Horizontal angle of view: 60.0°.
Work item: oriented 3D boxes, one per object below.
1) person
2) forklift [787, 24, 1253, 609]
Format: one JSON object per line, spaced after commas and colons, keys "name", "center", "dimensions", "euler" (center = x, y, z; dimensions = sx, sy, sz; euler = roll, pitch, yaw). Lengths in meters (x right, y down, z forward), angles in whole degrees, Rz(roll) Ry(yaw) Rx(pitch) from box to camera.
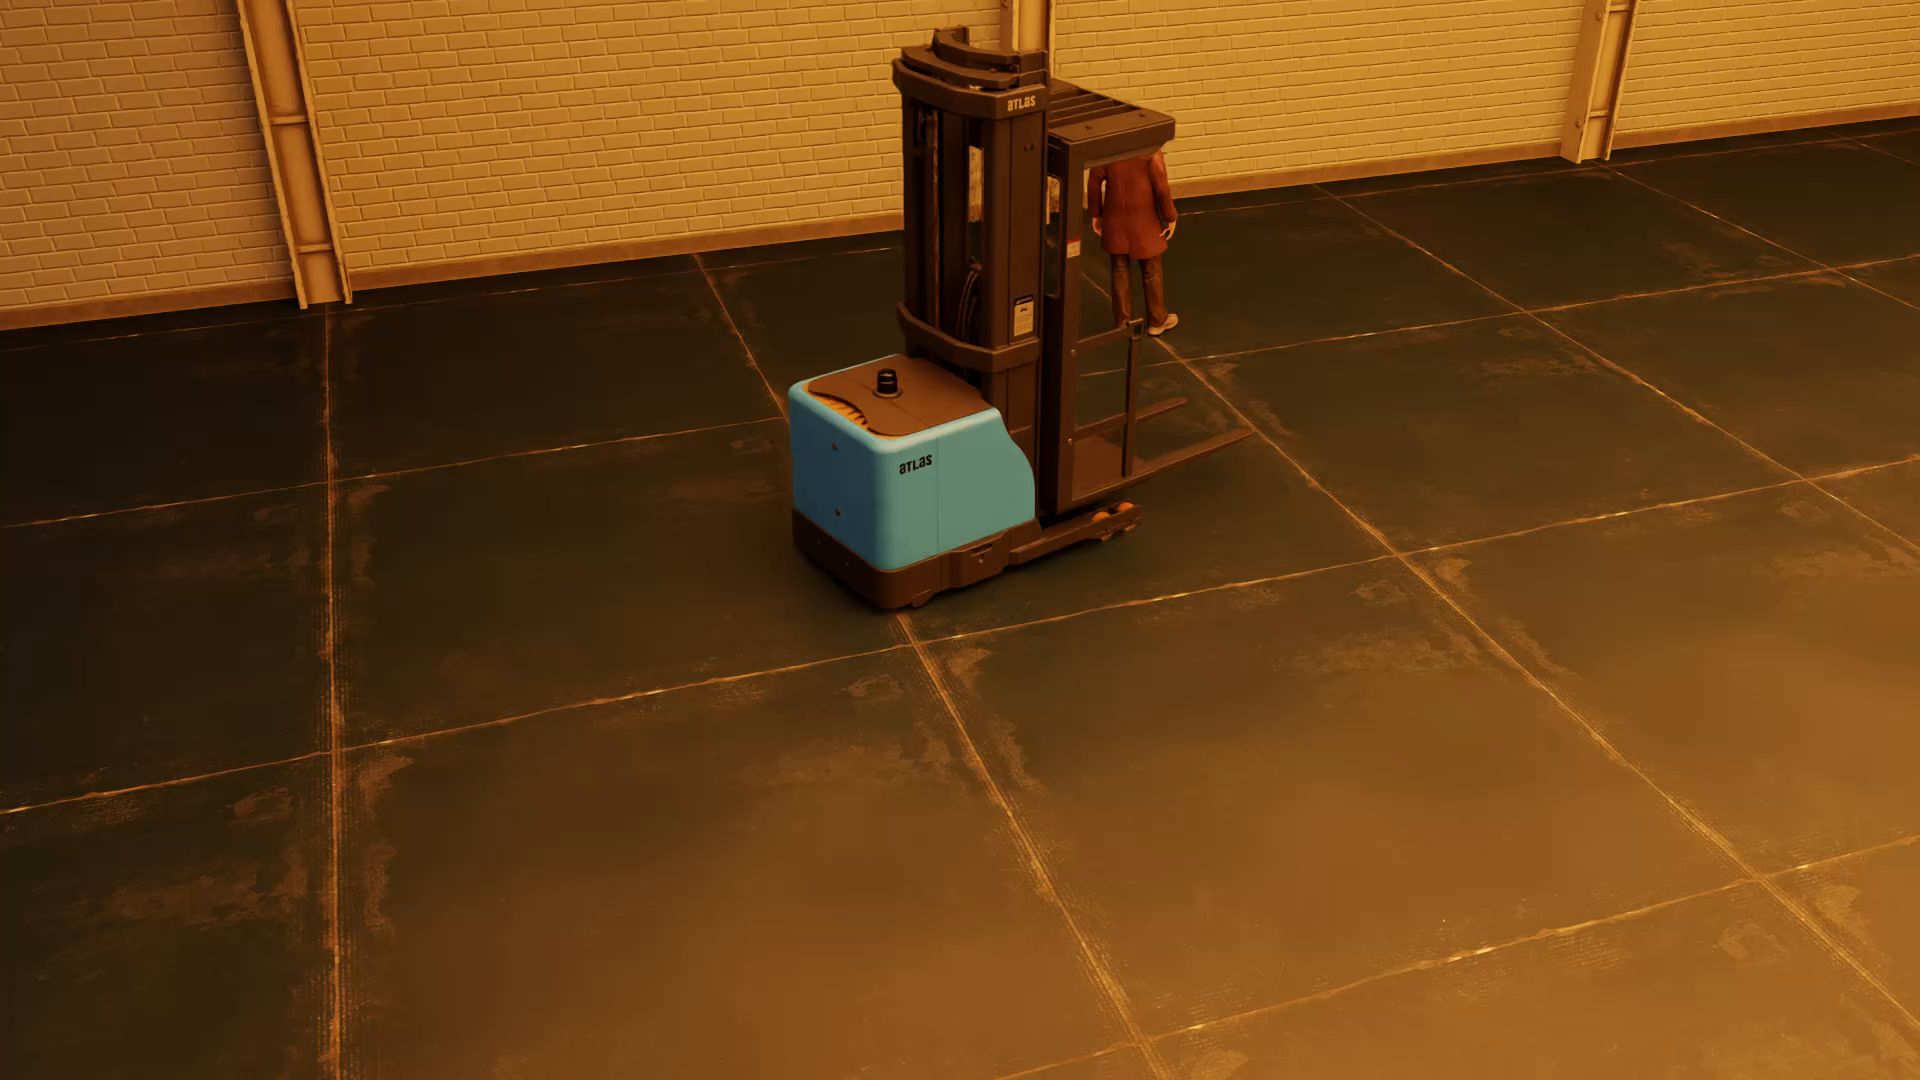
{"name": "person", "center": [1.305, -2.402, 12.404], "dimensions": [0.694, 1.775, 0.582], "euler": [12, 32, 20]}
{"name": "forklift", "center": [0.492, -1.464, 9.632], "dimensions": [3.031, 2.935, 1.130], "euler": [-20, 36, -31]}
